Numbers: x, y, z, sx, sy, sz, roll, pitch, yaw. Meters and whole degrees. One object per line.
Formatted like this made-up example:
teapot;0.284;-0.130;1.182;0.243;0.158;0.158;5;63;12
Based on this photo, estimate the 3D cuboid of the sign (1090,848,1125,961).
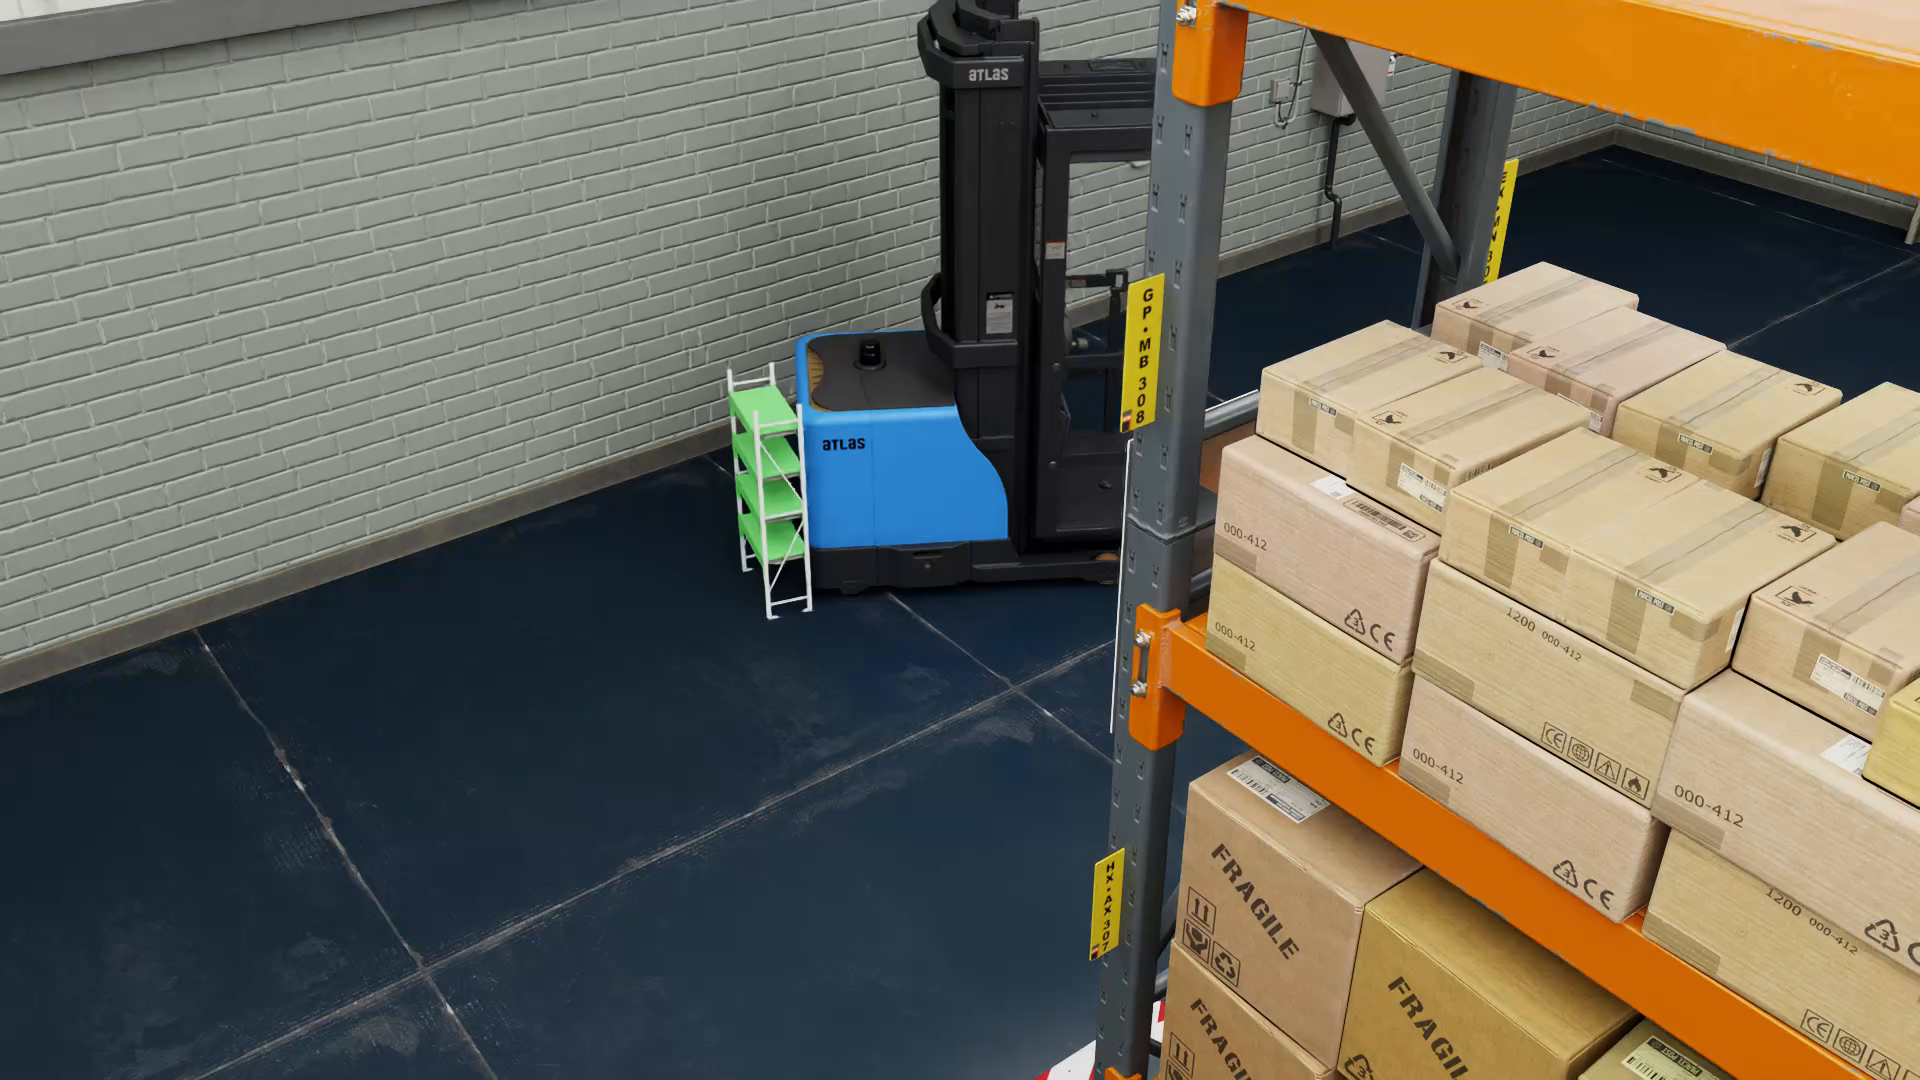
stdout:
sign;0.367;0.906;4.128;0.100;0.325;0.005;-22;38;-31

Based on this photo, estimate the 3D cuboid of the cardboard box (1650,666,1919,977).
cardboard box;1.481;0.374;2.630;0.500;0.250;0.500;-22;38;-31

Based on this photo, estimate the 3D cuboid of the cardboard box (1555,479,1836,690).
cardboard box;1.214;0.065;2.750;0.380;0.149;0.250;-22;38;-31

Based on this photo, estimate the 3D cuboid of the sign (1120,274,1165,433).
sign;0.367;-0.372;3.334;0.100;0.325;0.005;-22;38;-31

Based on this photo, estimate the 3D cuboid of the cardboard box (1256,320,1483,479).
cardboard box;0.815;-0.285;3.314;0.380;0.149;0.250;-23;38;-32

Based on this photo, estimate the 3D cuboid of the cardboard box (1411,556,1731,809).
cardboard box;1.181;0.159;2.975;0.500;0.250;0.500;-23;38;-32

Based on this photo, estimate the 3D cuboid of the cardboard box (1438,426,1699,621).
cardboard box;1.066;-0.037;2.913;0.380;0.149;0.250;-22;38;-31

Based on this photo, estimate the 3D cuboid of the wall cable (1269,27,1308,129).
wall cable;2.281;-3.783;11.535;0.588;1.984;0.122;-22;38;-31

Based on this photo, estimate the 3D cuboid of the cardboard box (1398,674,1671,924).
cardboard box;1.189;0.378;3.097;0.500;0.250;0.500;-21;37;-30

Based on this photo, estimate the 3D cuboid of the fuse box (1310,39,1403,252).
fuse box;2.917;-2.959;12.393;0.539;1.711;0.414;-22;38;-31

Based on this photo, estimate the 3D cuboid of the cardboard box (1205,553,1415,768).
cardboard box;0.869;0.157;3.453;0.500;0.250;0.500;-21;37;-30

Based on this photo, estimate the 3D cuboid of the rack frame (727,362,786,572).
rack frame;-1.059;-0.365;8.700;0.240;1.200;0.015;-11;34;-18

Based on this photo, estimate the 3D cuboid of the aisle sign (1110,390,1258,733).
aisle sign;0.514;0.060;3.846;0.394;0.787;0.004;-22;38;-31

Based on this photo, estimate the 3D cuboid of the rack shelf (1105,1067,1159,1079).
rack shelf;2.022;2.237;3.487;1.077;0.370;4.000;-22;38;-31

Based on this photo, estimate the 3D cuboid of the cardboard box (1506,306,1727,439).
cardboard box;1.323;-0.323;3.375;0.380;0.149;0.250;-22;38;-31

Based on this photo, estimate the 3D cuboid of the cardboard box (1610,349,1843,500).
cardboard box;1.464;-0.209;3.192;0.380;0.149;0.250;-24;39;-33

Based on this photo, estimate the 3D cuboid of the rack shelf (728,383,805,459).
rack shelf;-0.968;-0.599;8.288;0.258;0.148;0.480;-11;34;-18

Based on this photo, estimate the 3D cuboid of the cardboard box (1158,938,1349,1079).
cardboard box;0.853;1.206;4.089;0.500;0.500;0.500;-20;37;-29

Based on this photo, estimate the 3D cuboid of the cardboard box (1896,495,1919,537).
cardboard box;1.819;-0.009;2.869;0.380;0.149;0.250;-23;39;-32

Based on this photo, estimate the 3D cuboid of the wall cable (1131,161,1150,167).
wall cable;1.168;-3.333;10.780;0.585;1.953;0.123;-22;38;-31

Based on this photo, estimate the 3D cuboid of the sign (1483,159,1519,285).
sign;1.247;-0.723;3.890;0.100;0.325;0.005;-22;38;-31

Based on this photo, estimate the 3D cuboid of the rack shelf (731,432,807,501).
rack shelf;-0.969;-0.395;8.414;0.258;0.148;0.480;-11;34;-18

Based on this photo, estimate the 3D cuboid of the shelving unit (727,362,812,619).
shelving unit;-0.970;-0.246;8.507;0.258;1.200;0.503;-11;34;-18

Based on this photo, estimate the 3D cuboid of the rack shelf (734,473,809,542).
rack shelf;-0.970;-0.191;8.541;0.258;0.148;0.480;-11;34;-18

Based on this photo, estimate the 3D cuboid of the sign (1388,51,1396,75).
sign;3.180;-3.713;12.475;0.329;0.494;0.001;-22;38;-31

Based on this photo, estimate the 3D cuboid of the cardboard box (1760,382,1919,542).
cardboard box;1.711;-0.134;3.071;0.380;0.149;0.250;-22;38;-31

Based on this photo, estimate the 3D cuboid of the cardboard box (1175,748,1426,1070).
cardboard box;0.861;0.778;3.831;0.500;0.500;0.500;-23;38;-32

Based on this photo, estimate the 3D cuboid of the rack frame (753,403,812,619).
rack frame;-0.881;-0.126;8.314;0.240;1.200;0.015;-11;34;-18

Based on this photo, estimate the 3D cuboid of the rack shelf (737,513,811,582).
rack shelf;-0.971;0.013;8.667;0.258;0.148;0.480;-11;34;-18

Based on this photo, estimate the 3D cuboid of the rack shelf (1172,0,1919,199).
rack shelf;2.022;-0.310;1.905;1.077;0.370;4.000;-22;38;-31

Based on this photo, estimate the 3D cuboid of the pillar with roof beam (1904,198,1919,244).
pillar with roof beam;4.221;-4.724;8.327;9.100;9.000;0.400;-22;38;-31

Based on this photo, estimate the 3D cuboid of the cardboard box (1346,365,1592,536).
cardboard box;0.957;-0.174;3.134;0.380;0.149;0.250;-21;37;-30

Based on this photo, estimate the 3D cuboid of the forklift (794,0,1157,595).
forklift;0.644;-1.282;8.536;3.031;2.935;1.130;-3;32;-5

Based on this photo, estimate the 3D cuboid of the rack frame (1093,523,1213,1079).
rack frame;0.796;1.098;4.639;1.000;3.000;0.127;-22;38;-31

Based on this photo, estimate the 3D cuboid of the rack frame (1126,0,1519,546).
rack frame;0.796;-1.450;3.056;1.000;3.000;0.127;-22;38;-31

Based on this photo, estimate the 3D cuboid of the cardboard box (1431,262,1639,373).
cardboard box;1.232;-0.451;3.580;0.380;0.149;0.250;-23;38;-32

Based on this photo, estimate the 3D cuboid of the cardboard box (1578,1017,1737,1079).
cardboard box;1.477;1.210;3.135;0.500;0.500;0.500;-23;39;-32

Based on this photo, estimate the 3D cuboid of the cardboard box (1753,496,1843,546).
cardboard box;1.594;-0.002;3.236;0.500;0.250;0.500;-23;39;-33

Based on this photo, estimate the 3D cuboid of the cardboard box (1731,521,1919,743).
cardboard box;1.455;0.138;2.632;0.380;0.149;0.250;-21;38;-30

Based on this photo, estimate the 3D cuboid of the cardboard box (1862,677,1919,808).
cardboard box;1.542;0.279;2.406;0.380;0.149;0.250;-21;38;-30

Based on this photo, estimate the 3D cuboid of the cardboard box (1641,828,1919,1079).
cardboard box;1.515;0.589;2.758;0.500;0.250;0.500;-24;39;-33

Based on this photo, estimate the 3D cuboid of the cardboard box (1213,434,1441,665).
cardboard box;0.866;-0.054;3.319;0.500;0.250;0.500;-22;38;-31

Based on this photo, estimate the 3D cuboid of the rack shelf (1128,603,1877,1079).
rack shelf;2.022;0.963;2.695;1.077;0.370;4.000;-22;38;-31

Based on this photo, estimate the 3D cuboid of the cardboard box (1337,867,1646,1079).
cardboard box;1.176;0.986;3.495;0.500;0.500;0.500;-21;38;-30
